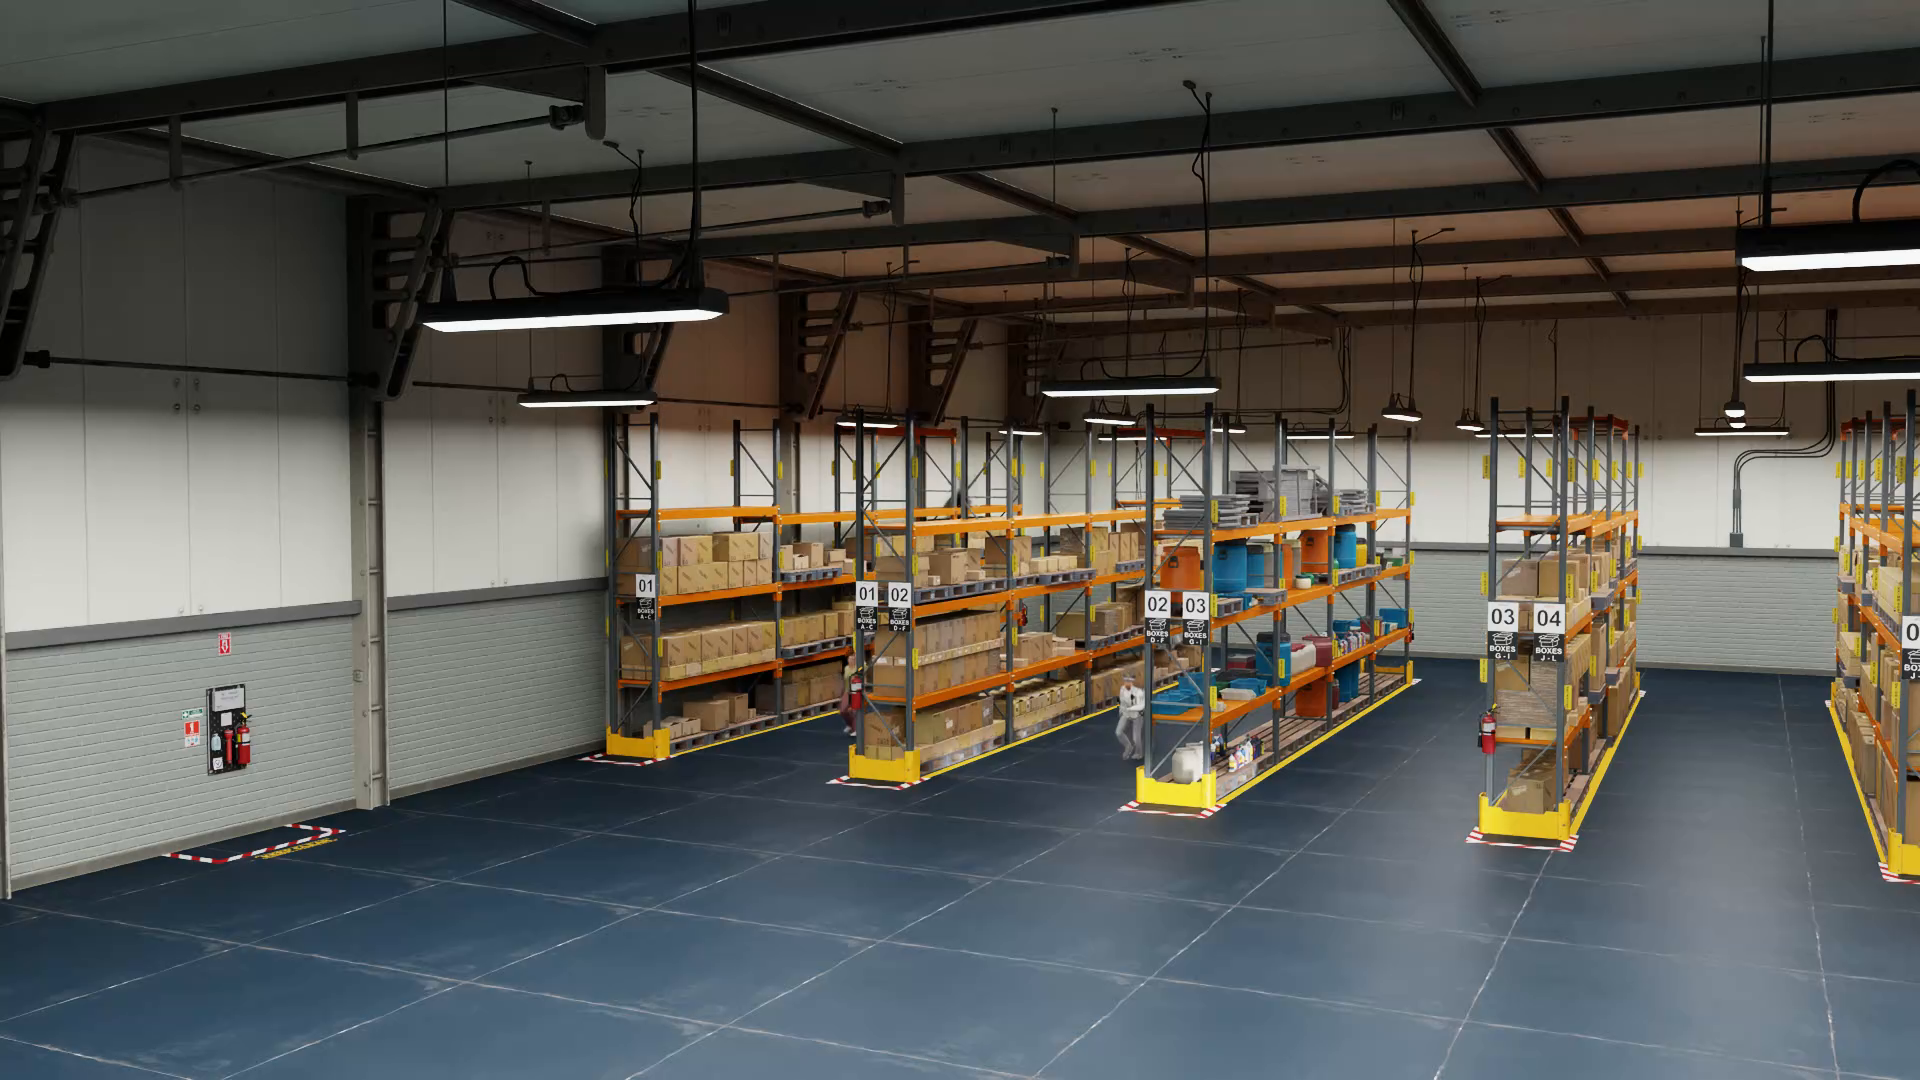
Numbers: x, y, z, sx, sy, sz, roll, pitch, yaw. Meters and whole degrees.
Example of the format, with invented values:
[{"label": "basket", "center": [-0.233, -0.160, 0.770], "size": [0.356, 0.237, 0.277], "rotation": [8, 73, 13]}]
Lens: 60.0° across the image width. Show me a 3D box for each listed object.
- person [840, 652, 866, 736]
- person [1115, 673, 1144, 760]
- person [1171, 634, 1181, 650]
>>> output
[{"label": "person", "center": [-1.993, 2.879, 30.980], "size": [0.578, 1.611, 0.721], "rotation": [1, 3, 22]}, {"label": "person", "center": [2.924, 3.019, 28.413], "size": [0.620, 1.542, 0.909], "rotation": [1, 3, 30]}, {"label": "person", "center": [5.607, 2.324, 42.889], "size": [0.644, 1.687, 0.993], "rotation": [-2, 3, -45]}]
